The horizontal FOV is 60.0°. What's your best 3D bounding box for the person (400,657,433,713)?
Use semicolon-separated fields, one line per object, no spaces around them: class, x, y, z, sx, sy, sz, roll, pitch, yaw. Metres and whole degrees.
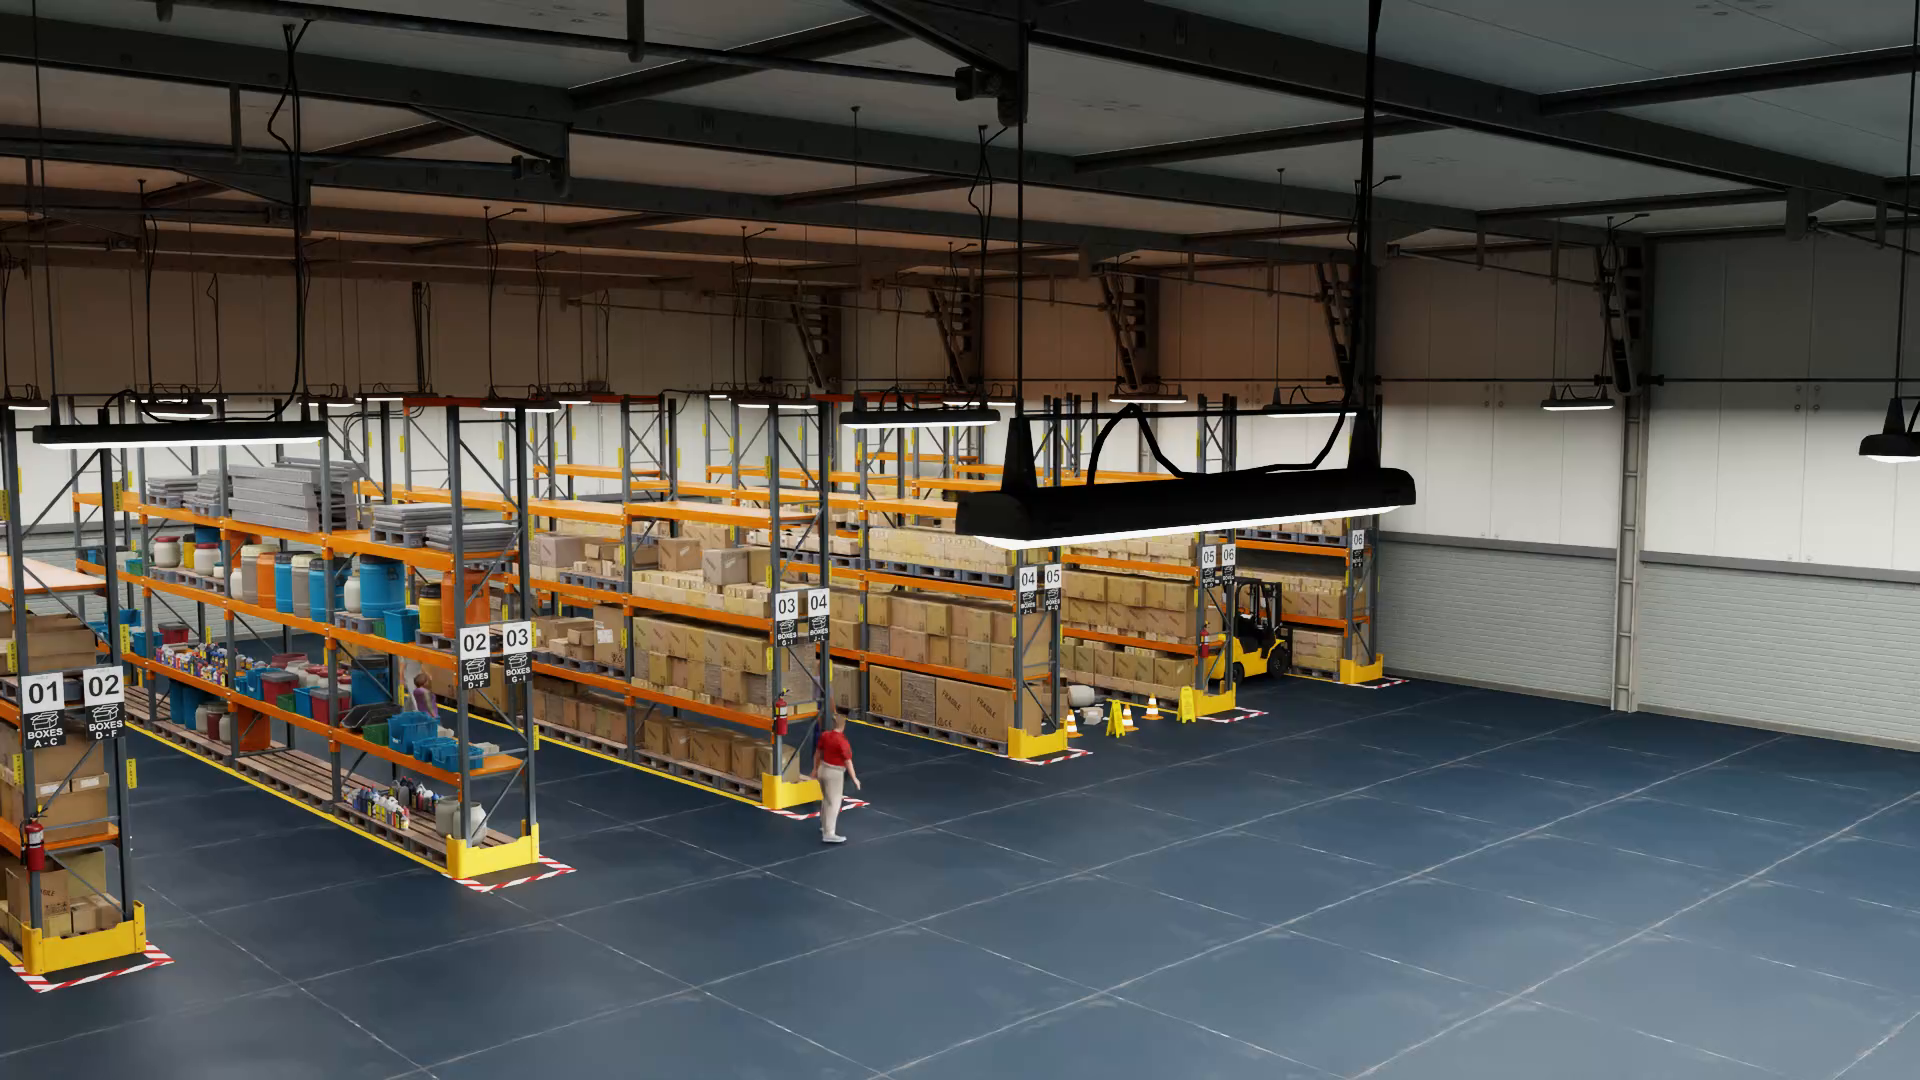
person;-10.048;2.547;30.673;0.599;1.613;1.039;-5;8;-44

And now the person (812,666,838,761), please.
person;-2.322;2.848;27.744;0.576;1.662;0.673;-4;7;-35

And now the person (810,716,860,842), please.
person;-1.755;3.298;22.982;0.552;1.784;0.709;-4;7;-35

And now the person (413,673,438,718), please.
person;-8.580;2.933;26.885;0.479;1.588;0.399;3;6;27
